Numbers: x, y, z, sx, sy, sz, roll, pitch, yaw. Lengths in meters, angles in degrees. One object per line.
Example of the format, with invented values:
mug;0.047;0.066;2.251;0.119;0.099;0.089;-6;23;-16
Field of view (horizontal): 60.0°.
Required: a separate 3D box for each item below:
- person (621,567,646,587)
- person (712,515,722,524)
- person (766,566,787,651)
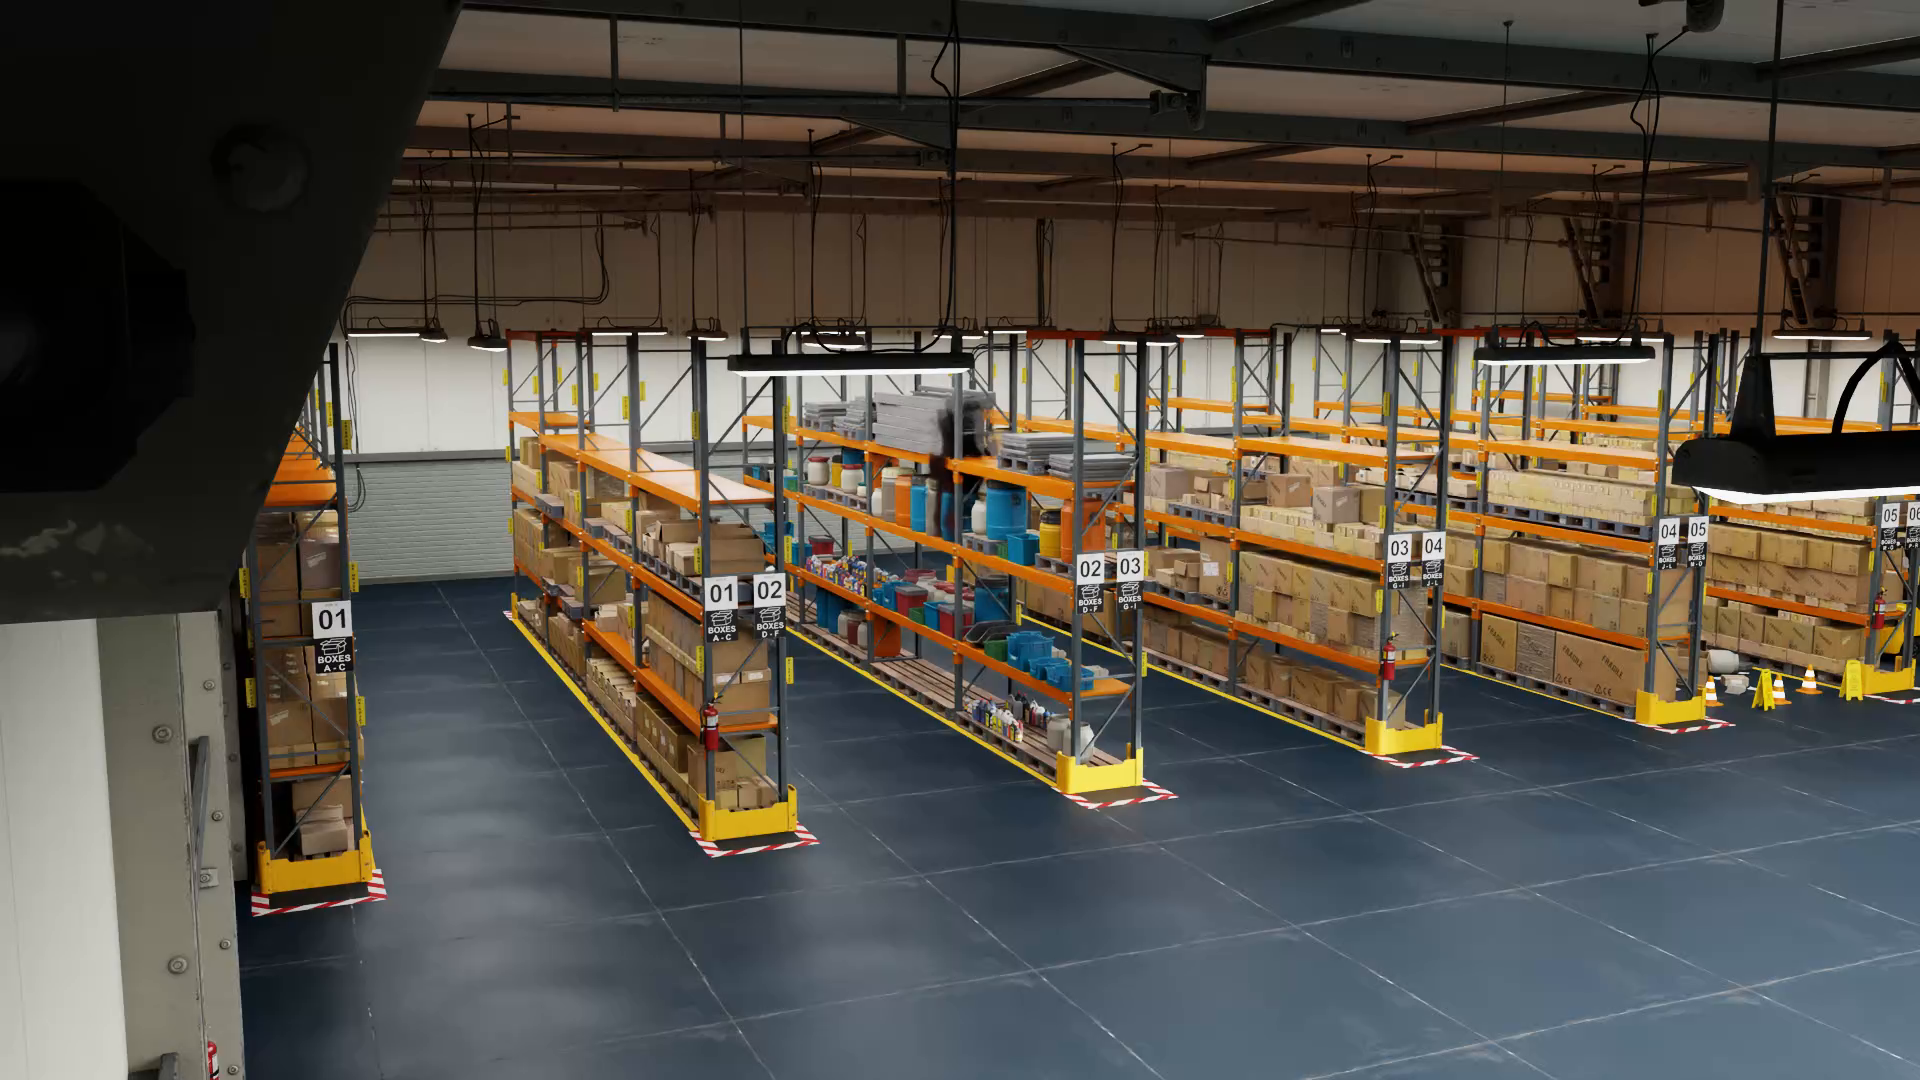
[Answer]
person;-7.799;0.313;38.601;0.965;1.627;0.604;-2;8;-13
person;-5.807;0.226;39.103;0.700;1.620;0.594;2;8;16
person;-3.515;1.290;31.059;0.708;1.669;0.809;-5;9;-31
